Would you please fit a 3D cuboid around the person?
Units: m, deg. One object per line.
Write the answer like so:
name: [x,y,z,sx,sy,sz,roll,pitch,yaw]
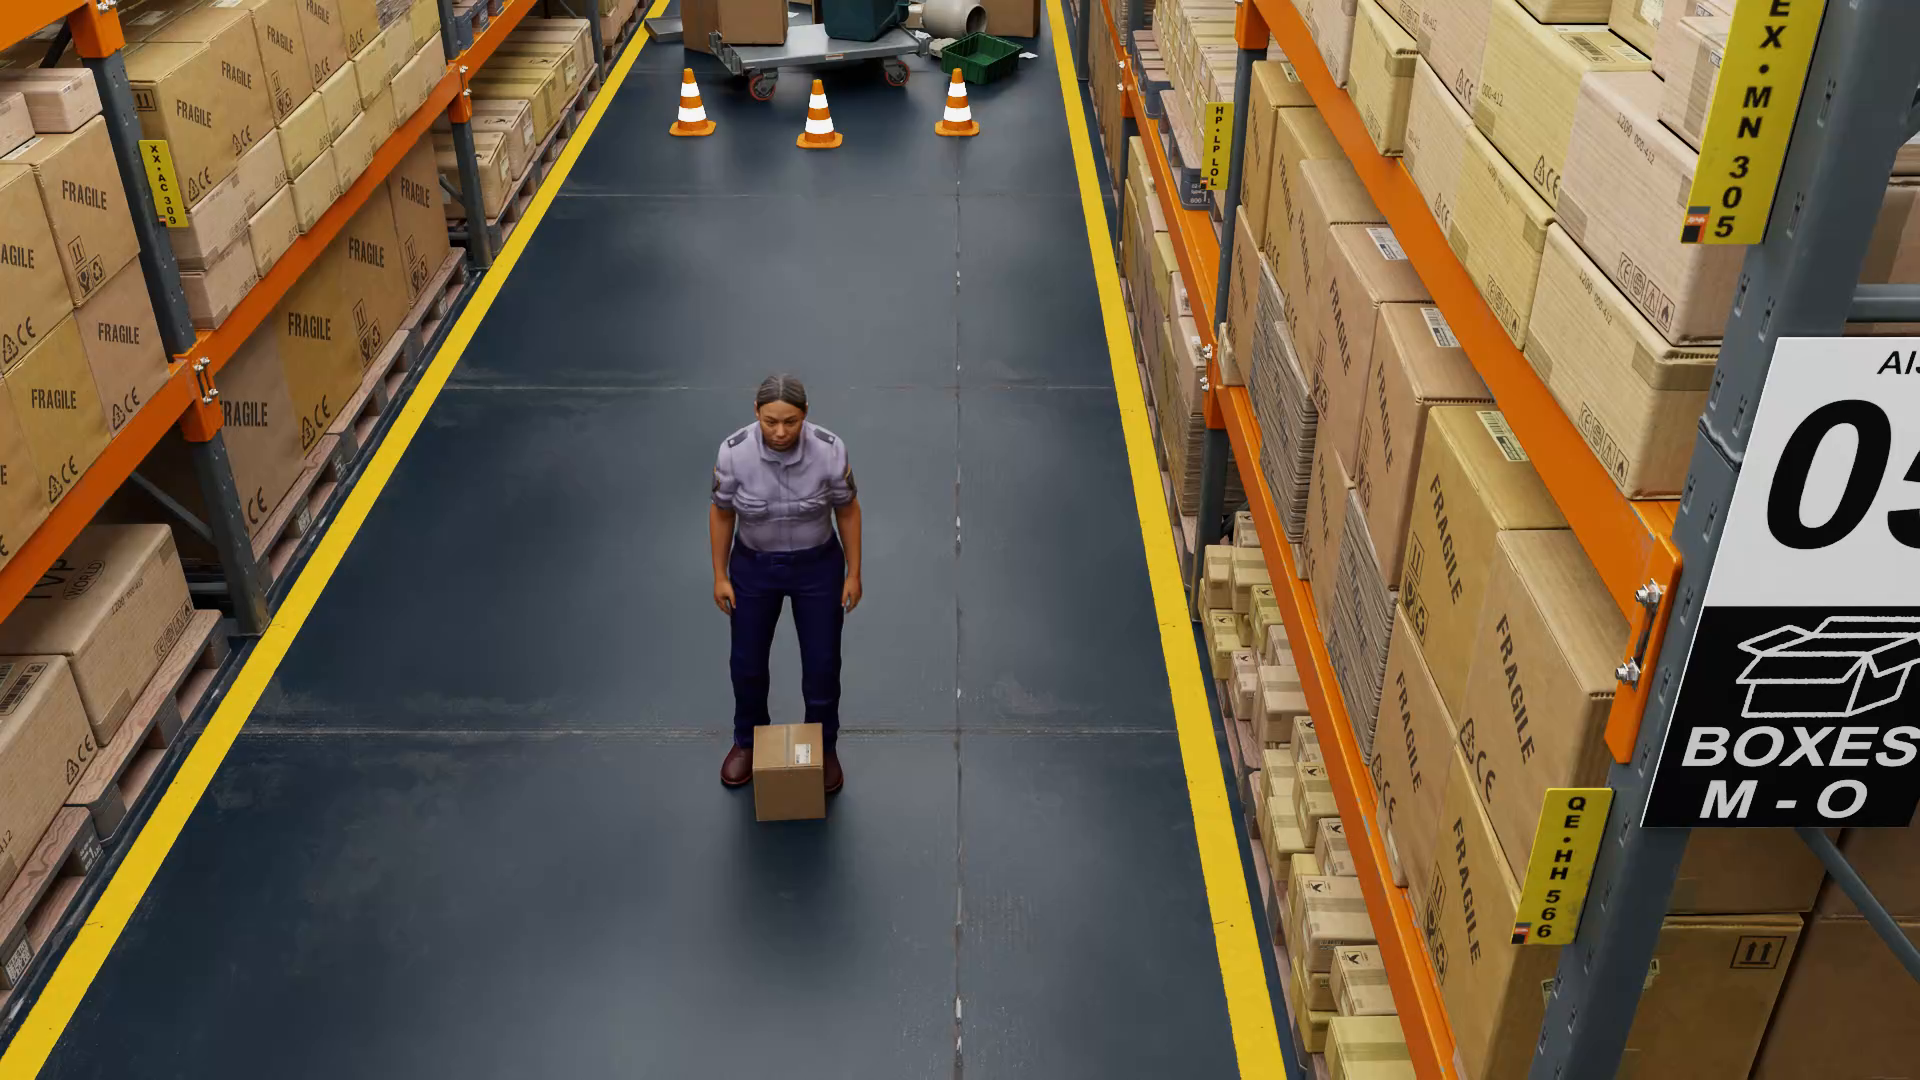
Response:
person: [-0.625,0.144,5.909,0.562,1.653,0.418,-2,32,-2]
